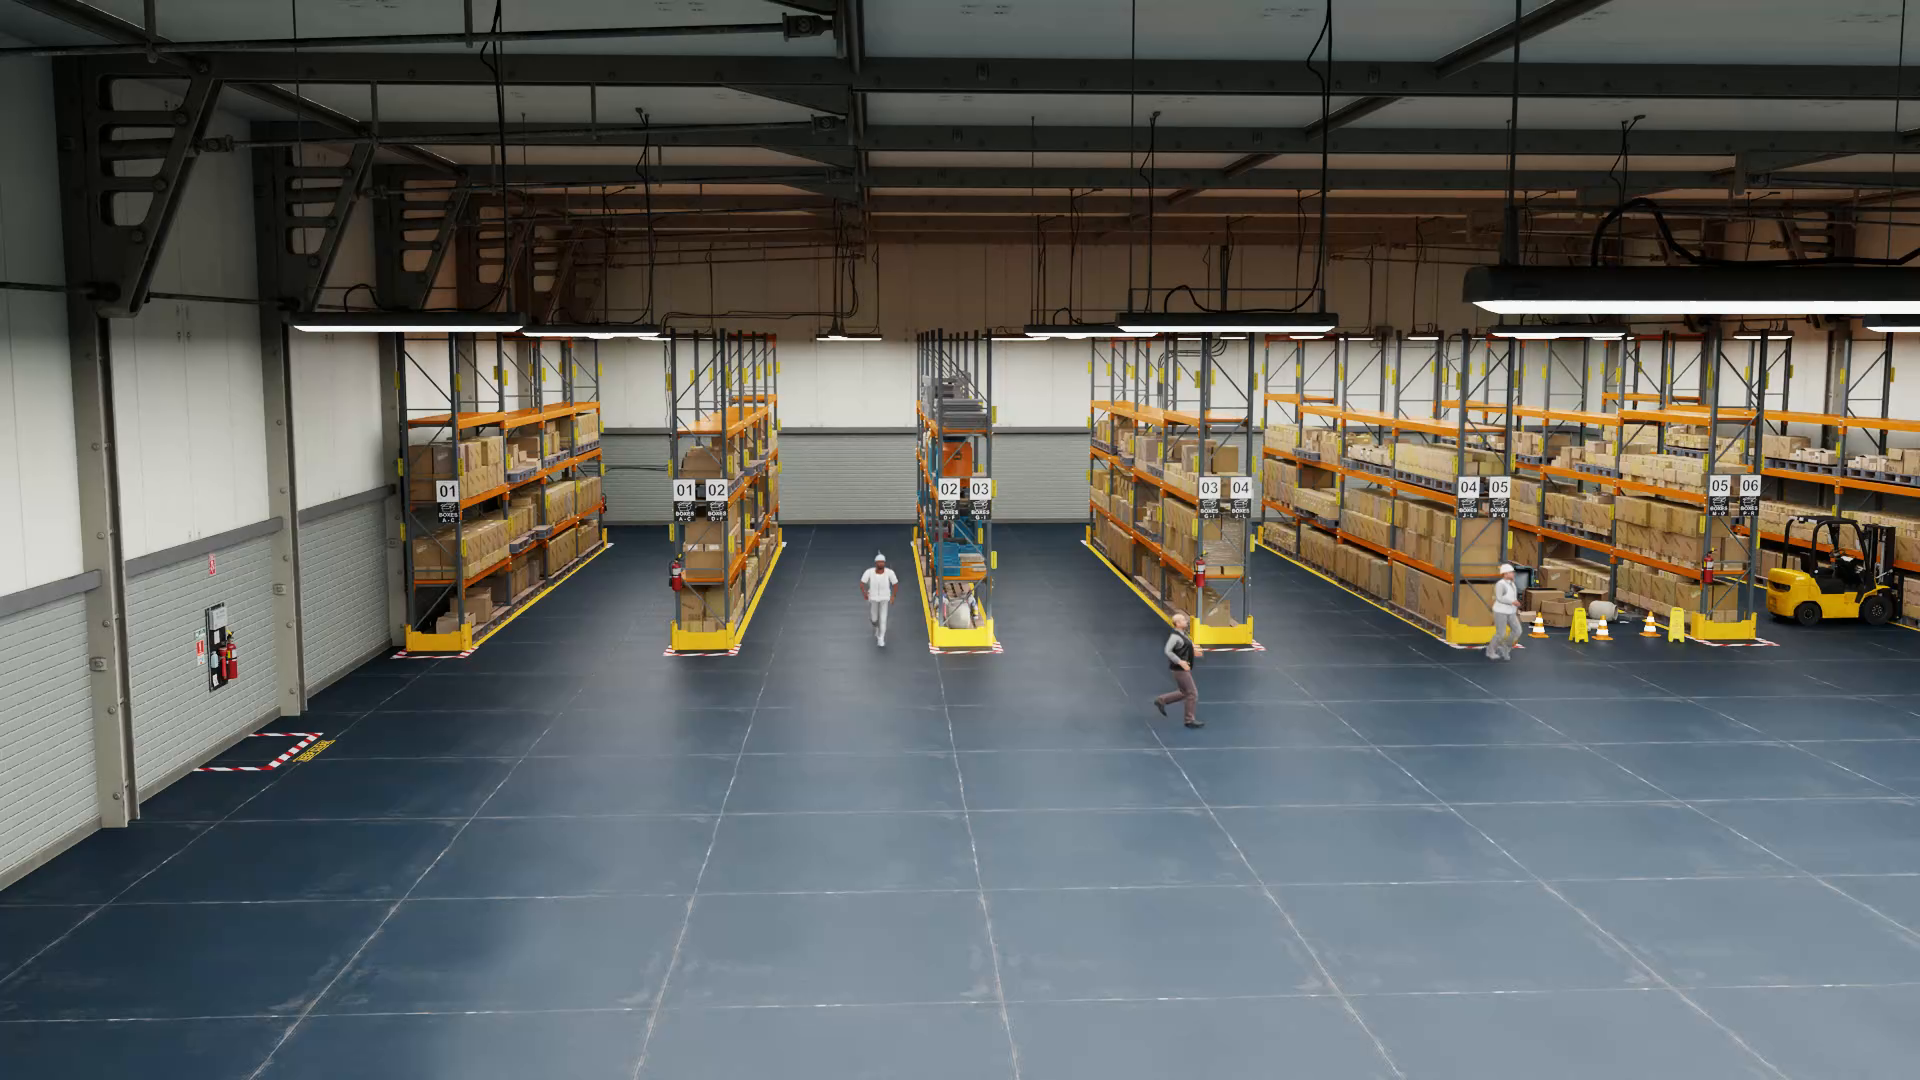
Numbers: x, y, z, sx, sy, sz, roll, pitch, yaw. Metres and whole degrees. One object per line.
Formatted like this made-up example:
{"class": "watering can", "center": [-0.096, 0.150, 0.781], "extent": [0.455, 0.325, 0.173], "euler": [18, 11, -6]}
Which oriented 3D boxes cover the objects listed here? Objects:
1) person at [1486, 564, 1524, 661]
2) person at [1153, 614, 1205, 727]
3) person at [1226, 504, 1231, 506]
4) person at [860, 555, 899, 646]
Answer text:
{"class": "person", "center": [9.894, 1.328, 30.063], "extent": [0.681, 1.807, 0.707], "euler": [-6, 9, -41]}
{"class": "person", "center": [3.308, 1.951, 24.967], "extent": [0.762, 1.689, 0.668], "euler": [2, 7, 18]}
{"class": "person", "center": [7.609, -0.804, 48.548], "extent": [0.741, 1.612, 0.855], "euler": [-4, 8, -30]}
{"class": "person", "center": [-1.539, 1.137, 31.768], "extent": [0.734, 1.731, 0.551], "euler": [0, 7, 0]}
